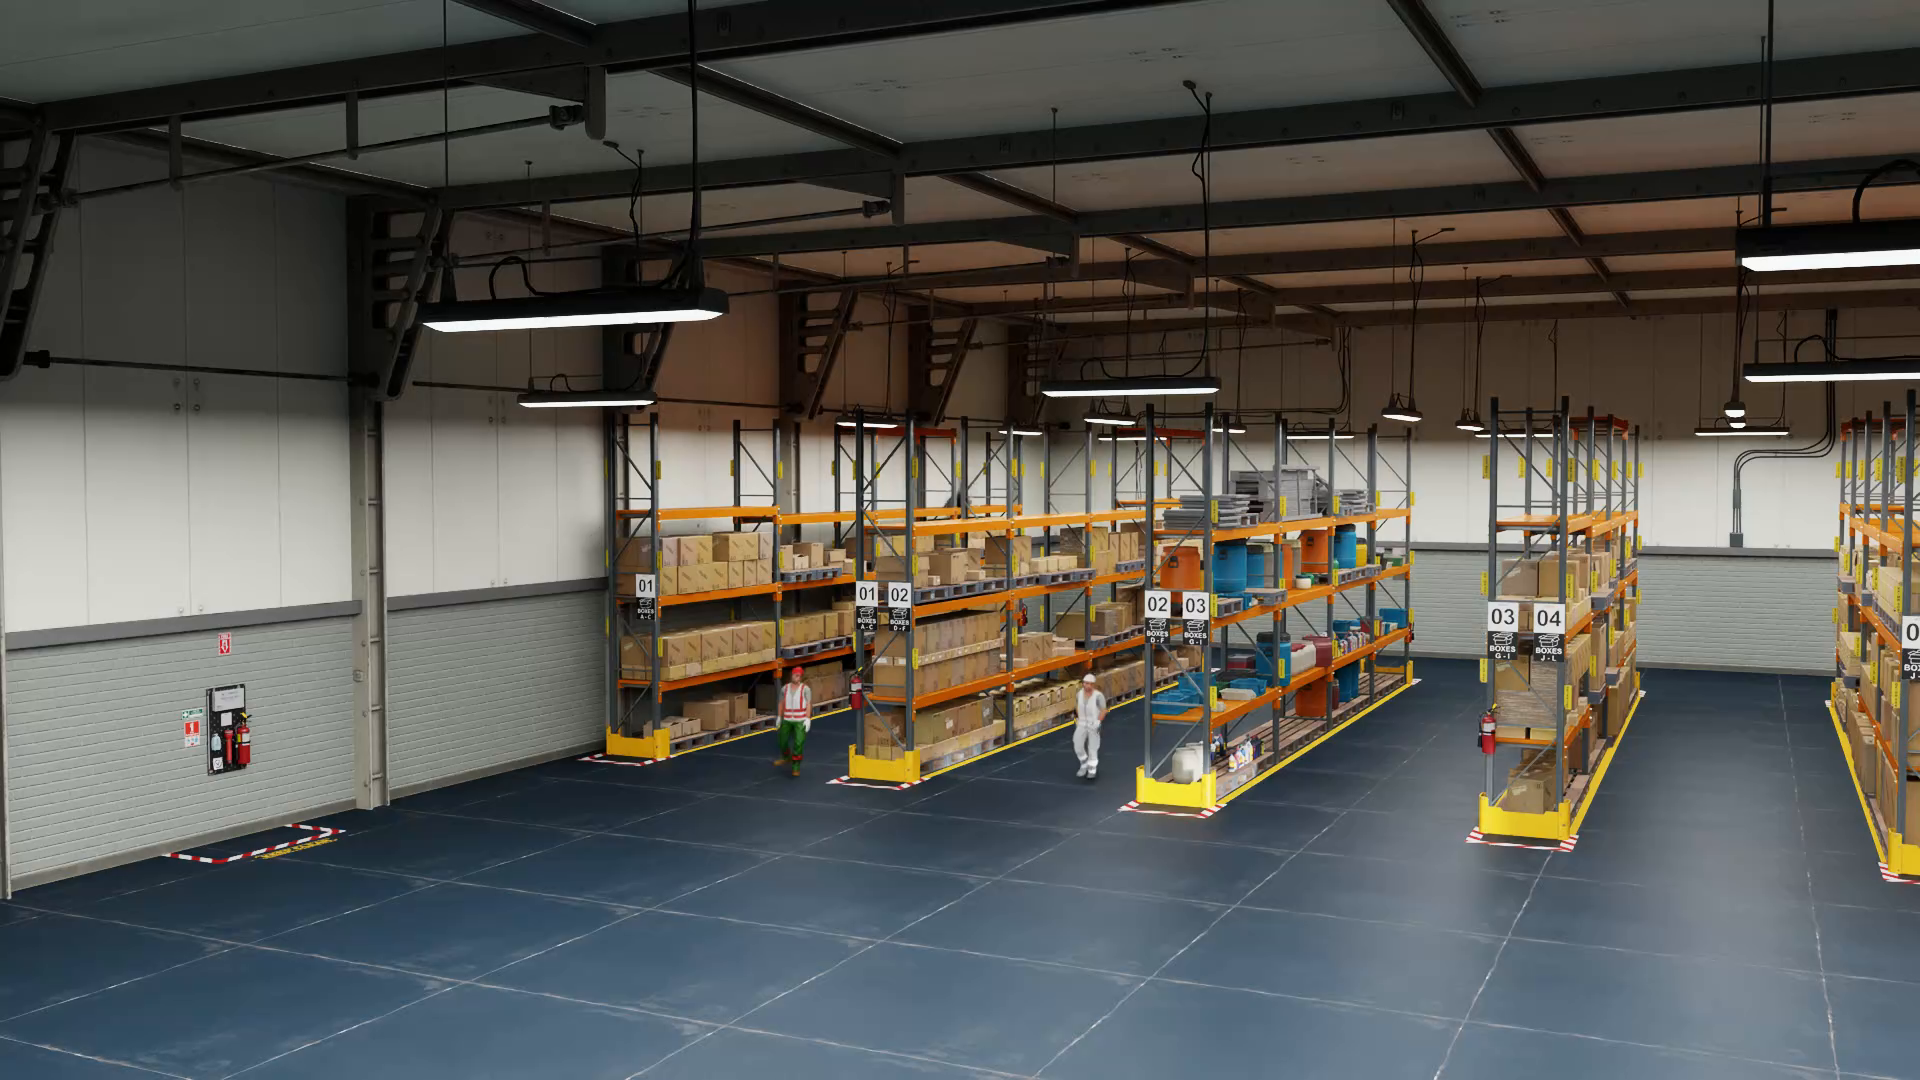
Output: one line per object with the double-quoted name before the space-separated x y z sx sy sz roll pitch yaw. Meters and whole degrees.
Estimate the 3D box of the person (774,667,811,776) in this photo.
"person" -2.764 2.958 27.349 0.718 1.770 0.614 0 2 9

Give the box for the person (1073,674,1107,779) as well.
"person" 2.062 2.998 26.639 0.640 1.732 0.835 1 3 21
